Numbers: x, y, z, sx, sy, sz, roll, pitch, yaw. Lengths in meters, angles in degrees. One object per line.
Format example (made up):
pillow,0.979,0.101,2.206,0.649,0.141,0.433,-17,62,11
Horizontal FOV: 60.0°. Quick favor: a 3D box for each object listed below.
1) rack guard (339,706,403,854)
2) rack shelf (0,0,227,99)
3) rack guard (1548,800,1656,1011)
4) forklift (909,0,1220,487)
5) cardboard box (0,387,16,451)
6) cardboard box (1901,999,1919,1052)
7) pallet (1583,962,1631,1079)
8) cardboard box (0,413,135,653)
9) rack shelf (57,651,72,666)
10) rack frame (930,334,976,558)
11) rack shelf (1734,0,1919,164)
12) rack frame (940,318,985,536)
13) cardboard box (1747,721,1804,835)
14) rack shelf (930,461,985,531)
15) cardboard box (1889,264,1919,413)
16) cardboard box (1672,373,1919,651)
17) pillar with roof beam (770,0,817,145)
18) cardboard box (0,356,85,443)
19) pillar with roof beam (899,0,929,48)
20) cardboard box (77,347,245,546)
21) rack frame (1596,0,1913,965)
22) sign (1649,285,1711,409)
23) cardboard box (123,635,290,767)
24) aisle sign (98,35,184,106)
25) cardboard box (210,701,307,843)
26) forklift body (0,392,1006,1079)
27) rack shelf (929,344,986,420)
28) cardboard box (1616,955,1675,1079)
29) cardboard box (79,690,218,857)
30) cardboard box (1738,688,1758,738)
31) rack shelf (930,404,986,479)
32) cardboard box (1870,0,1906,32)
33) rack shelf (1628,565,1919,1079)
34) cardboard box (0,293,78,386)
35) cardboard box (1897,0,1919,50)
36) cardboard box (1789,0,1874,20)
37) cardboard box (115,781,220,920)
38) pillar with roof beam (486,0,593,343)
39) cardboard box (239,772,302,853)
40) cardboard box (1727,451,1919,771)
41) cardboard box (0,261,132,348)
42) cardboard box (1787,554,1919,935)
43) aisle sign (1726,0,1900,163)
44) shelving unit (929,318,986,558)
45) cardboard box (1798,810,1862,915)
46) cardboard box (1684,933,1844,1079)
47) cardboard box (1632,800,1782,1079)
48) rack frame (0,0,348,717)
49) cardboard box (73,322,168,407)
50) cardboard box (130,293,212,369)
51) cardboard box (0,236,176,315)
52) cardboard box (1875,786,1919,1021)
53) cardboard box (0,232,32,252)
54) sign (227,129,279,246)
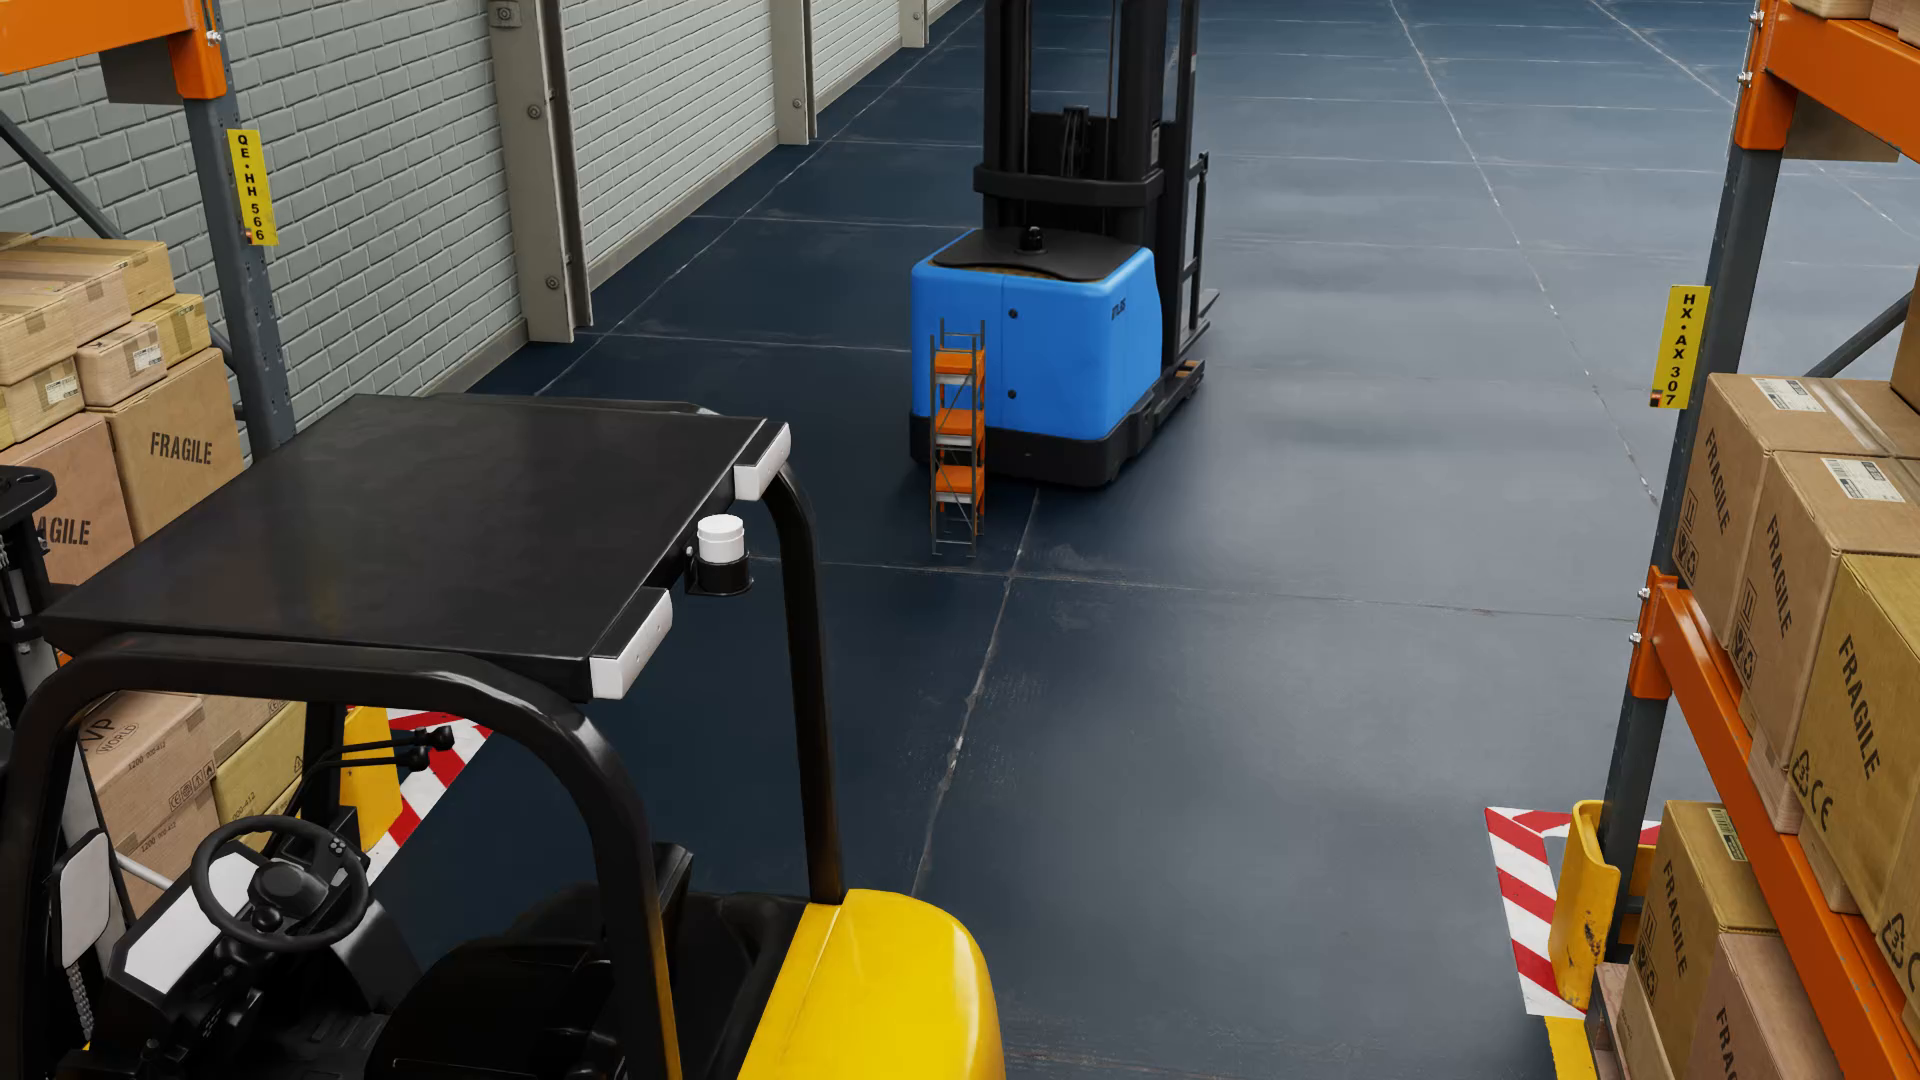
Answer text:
rack guard,-2.522,0.720,5.622,1.175,0.500,0.348,4,25,9
rack shelf,-2.853,-0.598,2.800,1.077,0.370,4.000,4,25,9
rack guard,2.359,1.104,4.801,1.175,0.500,0.348,4,25,9
forklift,0.772,-2.185,8.960,1.130,2.935,3.031,10,27,20
cardboard box,-2.474,-0.261,3.885,0.380,0.149,0.250,4,25,8
cardboard box,1.809,0.830,2.734,0.380,0.149,0.250,3,25,7
pallet,2.191,1.572,4.142,1.003,0.211,1.213,4,25,9
cardboard box,-2.442,-0.007,4.108,0.500,0.500,0.500,5,26,10
rack shelf,-2.853,0.760,3.436,1.077,0.370,4.000,4,25,9
rack frame,-0.029,-0.402,7.371,0.200,1.050,0.008,4,25,9
rack shelf,2.044,-0.256,2.069,1.077,0.370,4.000,4,25,9
rack frame,0.011,-0.504,7.589,0.200,1.050,0.008,4,25,9
cardboard box,1.874,0.497,3.447,0.380,0.149,0.250,4,25,9
rack shelf,-0.009,-0.192,7.602,0.215,0.259,0.240,4,25,9
cardboard box,2.503,-0.464,3.554,0.700,0.500,0.500,3,25,7
cardboard box,2.020,-0.061,3.873,0.500,0.500,0.500,4,25,8
pillar with roof beam,2.679,-7.611,13.395,9.100,9.000,0.400,4,25,9
cardboard box,-2.422,-0.363,4.105,0.380,0.149,0.250,4,25,10
pillar with roof beam,3.660,-10.120,18.756,9.100,9.000,0.400,4,25,9
cardboard box,-2.348,-0.223,4.571,0.500,0.500,0.500,3,25,7
rack frame,2.371,-0.060,4.339,1.000,3.000,0.127,4,25,9
sign,1.836,-0.489,4.236,0.100,0.325,0.005,4,25,9
cardboard box,-2.294,0.415,4.895,0.500,0.250,0.500,5,26,10
aisle sign,-2.226,-1.586,4.535,0.394,0.787,0.004,4,25,9
cardboard box,-2.297,0.652,4.977,0.500,0.250,0.500,4,25,8
forklift body,-1.036,0.902,3.286,2.313,2.155,1.214,4,25,9
rack shelf,-0.009,-0.701,7.364,0.215,0.259,0.240,4,25,9
cardboard box,1.967,1.314,4.153,0.500,0.250,0.500,4,25,8
cardboard box,-2.372,0.629,4.438,0.500,0.250,0.500,4,25,9
cardboard box,1.961,0.394,3.667,0.380,0.149,0.250,3,25,7
rack shelf,-0.009,-0.444,7.484,0.215,0.259,0.240,4,25,9
cardboard box,2.042,-1.072,3.260,0.380,0.149,0.250,3,25,7
rack shelf,2.044,1.103,2.705,1.077,0.370,4.000,4,25,9
cardboard box,-2.403,-0.495,4.035,0.380,0.149,0.250,5,25,10
cardboard box,1.965,-0.964,3.029,0.380,0.149,0.250,5,25,10
cardboard box,1.997,-1.188,3.508,0.380,0.149,0.250,4,25,9
cardboard box,-2.390,0.861,4.531,0.500,0.250,0.500,4,25,8
pillar with roof beam,1.698,-5.101,8.034,9.100,9.000,0.400,4,25,9
cardboard box,-2.291,0.872,5.098,0.500,0.250,0.500,4,25,9
cardboard box,1.939,0.156,3.409,0.500,0.500,0.500,5,26,10
cardboard box,-2.387,-0.606,4.272,0.380,0.149,0.250,4,25,9
cardboard box,1.857,0.369,2.954,0.500,0.500,0.500,4,25,7
aisle sign,2.076,-1.284,3.889,0.394,0.787,0.004,4,25,9
shelving unit,-0.009,-0.453,7.480,0.215,1.050,0.252,4,25,9
cardboard box,1.865,0.607,3.211,0.380,0.149,0.250,5,25,10
cardboard box,1.882,1.203,3.505,0.500,0.500,0.500,3,25,7
cardboard box,1.963,0.984,3.973,0.500,0.500,0.500,3,25,7
rack frame,-2.526,-0.402,5.070,1.000,3.000,0.127,4,25,9
cardboard box,-2.319,-0.468,4.328,0.380,0.149,0.250,4,25,9
cardboard box,-2.307,-0.577,4.560,0.380,0.149,0.250,4,25,9
cardboard box,-2.377,-0.711,4.497,0.380,0.149,0.250,4,25,9
cardboard box,1.782,0.583,2.498,0.500,0.500,0.500,4,25,7
cardboard box,-2.792,-0.750,4.580,0.380,0.149,0.250,4,25,8
sign,-1.993,-0.990,4.682,0.100,0.325,0.005,4,25,9
